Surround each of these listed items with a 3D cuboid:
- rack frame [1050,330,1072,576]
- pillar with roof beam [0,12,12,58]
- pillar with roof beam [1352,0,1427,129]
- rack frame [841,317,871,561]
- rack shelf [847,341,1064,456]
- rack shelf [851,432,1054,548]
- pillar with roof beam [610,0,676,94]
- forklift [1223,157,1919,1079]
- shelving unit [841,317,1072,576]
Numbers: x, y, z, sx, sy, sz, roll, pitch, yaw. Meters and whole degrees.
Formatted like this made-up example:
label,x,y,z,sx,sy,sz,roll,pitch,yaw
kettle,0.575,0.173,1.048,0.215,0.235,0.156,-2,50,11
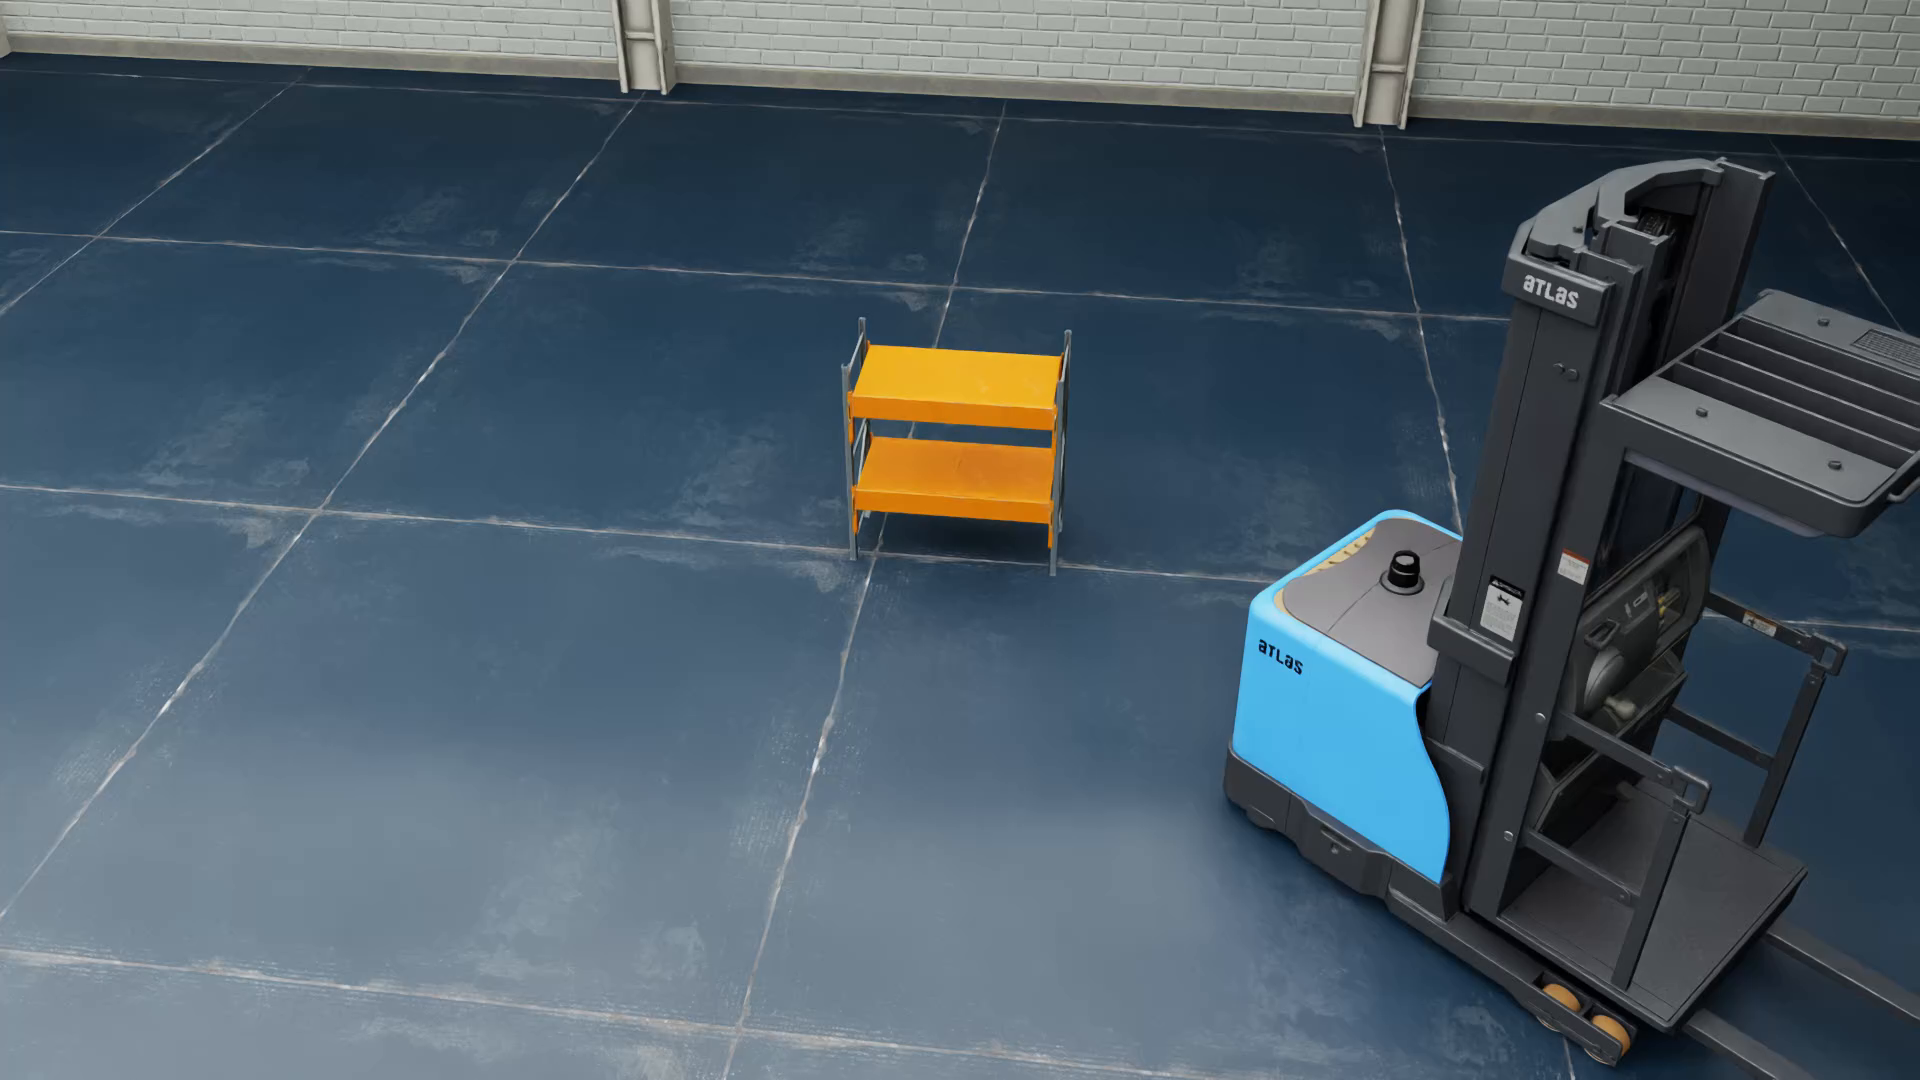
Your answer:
label,x,y,z,sx,sy,sz,roll,pitch,yaw
rack frame,0.497,-0.421,8.228,0.032,1.125,0.500,4,36,6
pillar with roof beam,-9.101,-5.423,8.459,0.400,9.000,9.100,4,36,6
pillar with roof beam,2.802,-4.535,7.215,0.400,9.000,9.100,4,36,6
rack frame,-0.511,-0.496,8.334,0.032,1.125,0.500,4,36,6
rack shelf,-0.007,-0.697,8.111,1.000,0.278,0.538,4,36,6
rack shelf,-0.007,-0.259,8.423,1.000,0.278,0.538,4,36,6
pillar with roof beam,-3.150,-4.979,7.837,0.400,9.000,9.100,4,36,6
forklift,2.485,0.345,5.601,1.130,2.935,3.031,-29,44,-34
shelving unit,-0.007,-0.458,8.281,1.048,1.125,0.538,4,36,6
